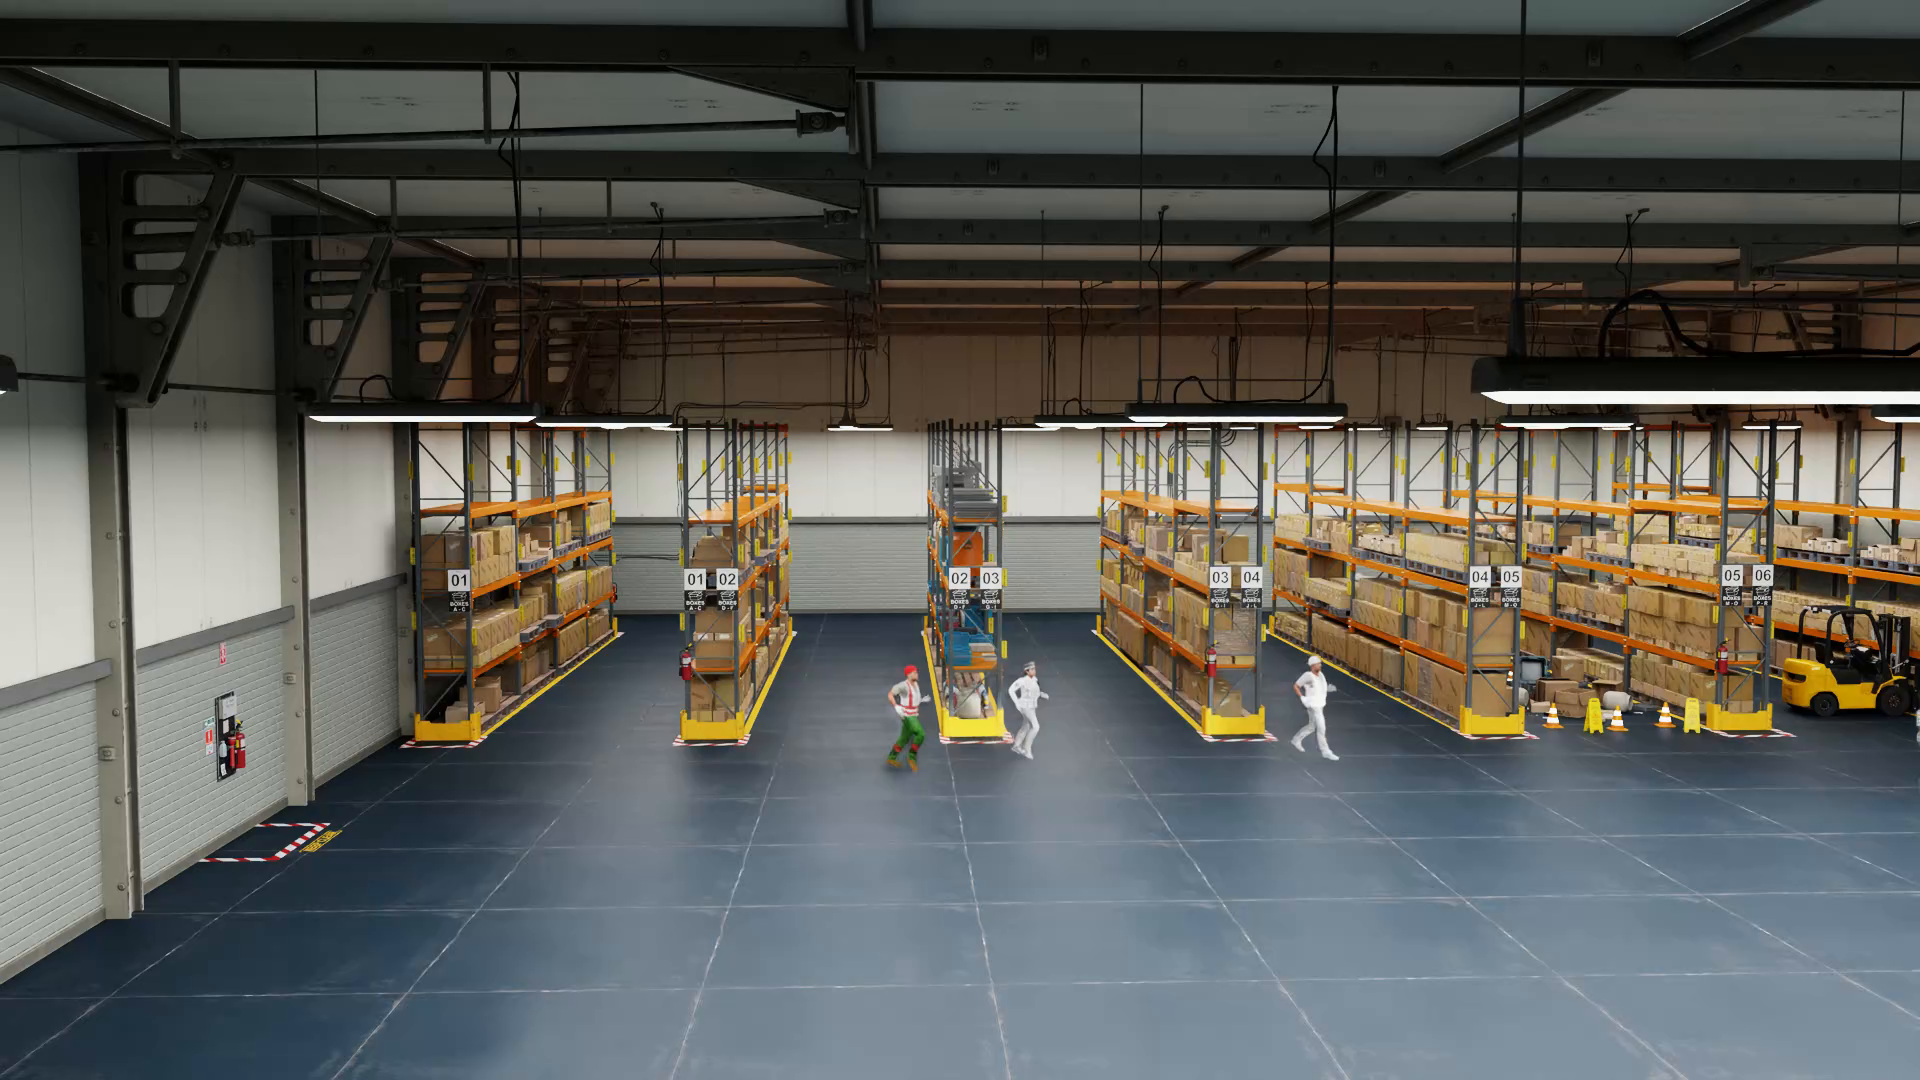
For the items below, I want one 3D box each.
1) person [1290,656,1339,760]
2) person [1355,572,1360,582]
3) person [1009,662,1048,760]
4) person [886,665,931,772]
[{"bbox_3d":[6.249,2.926,29.260,0.992,1.775,0.683,3,5,37],"label":"person"},{"bbox_3d":[11.196,1.826,47.105,0.625,1.834,0.766,-1,4,-15],"label":"person"},{"bbox_3d":[1.216,3.000,29.419,0.718,1.730,0.607,2,4,34],"label":"person"},{"bbox_3d":[-0.887,3.027,28.322,0.792,1.804,0.636,1,4,20],"label":"person"}]
